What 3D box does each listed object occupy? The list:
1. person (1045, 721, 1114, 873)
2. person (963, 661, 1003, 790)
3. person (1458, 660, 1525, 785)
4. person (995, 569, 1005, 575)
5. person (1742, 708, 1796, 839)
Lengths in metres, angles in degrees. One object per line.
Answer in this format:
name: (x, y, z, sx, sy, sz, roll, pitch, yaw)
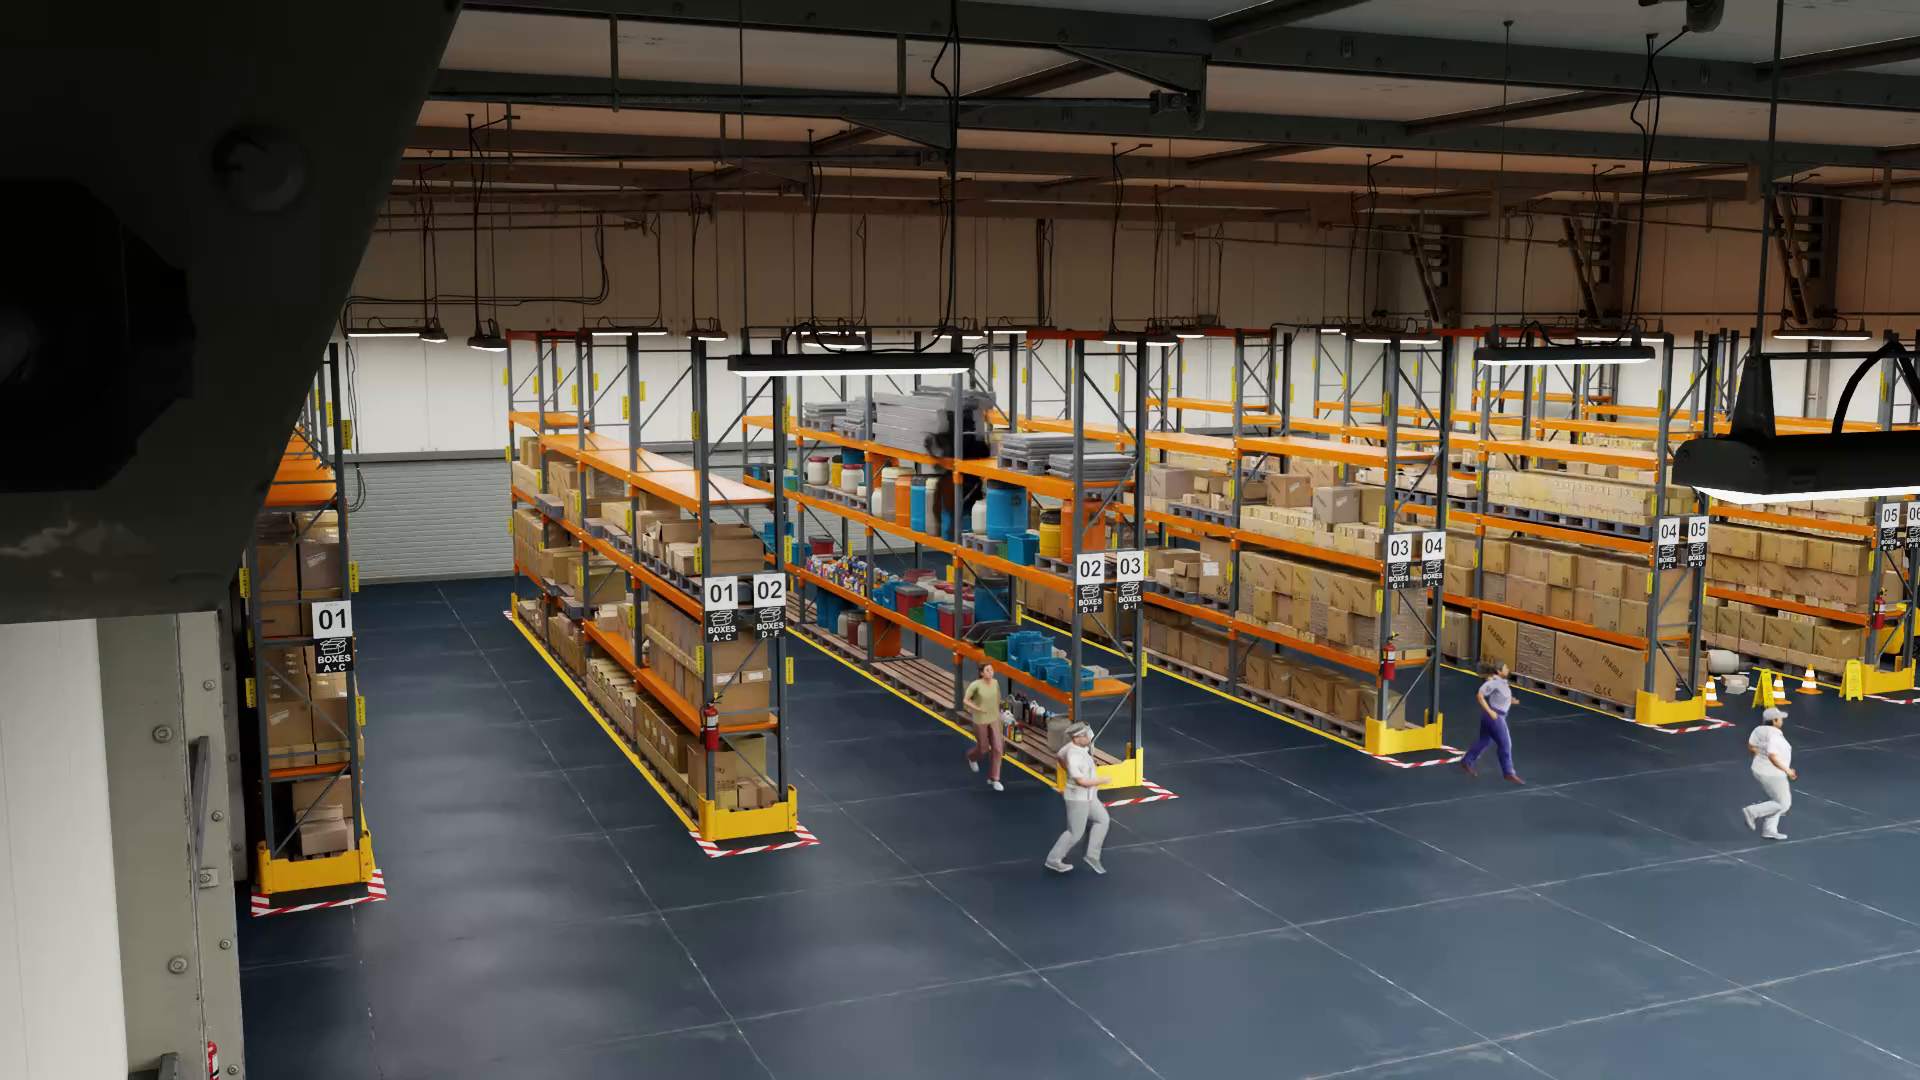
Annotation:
person: (1.357, 2.933, 18.829, 0.767, 1.827, 0.670, 1, 8, 8)
person: (0.332, 2.416, 21.977, 0.617, 1.668, 0.780, -4, 9, -27)
person: (7.221, 2.435, 22.494, 0.878, 1.657, 0.593, 3, 8, 19)
person: (0.751, 1.269, 31.300, 0.542, 1.693, 0.716, -6, 10, -37)
person: (9.725, 2.820, 20.056, 0.607, 1.629, 0.608, 0, 8, 0)
